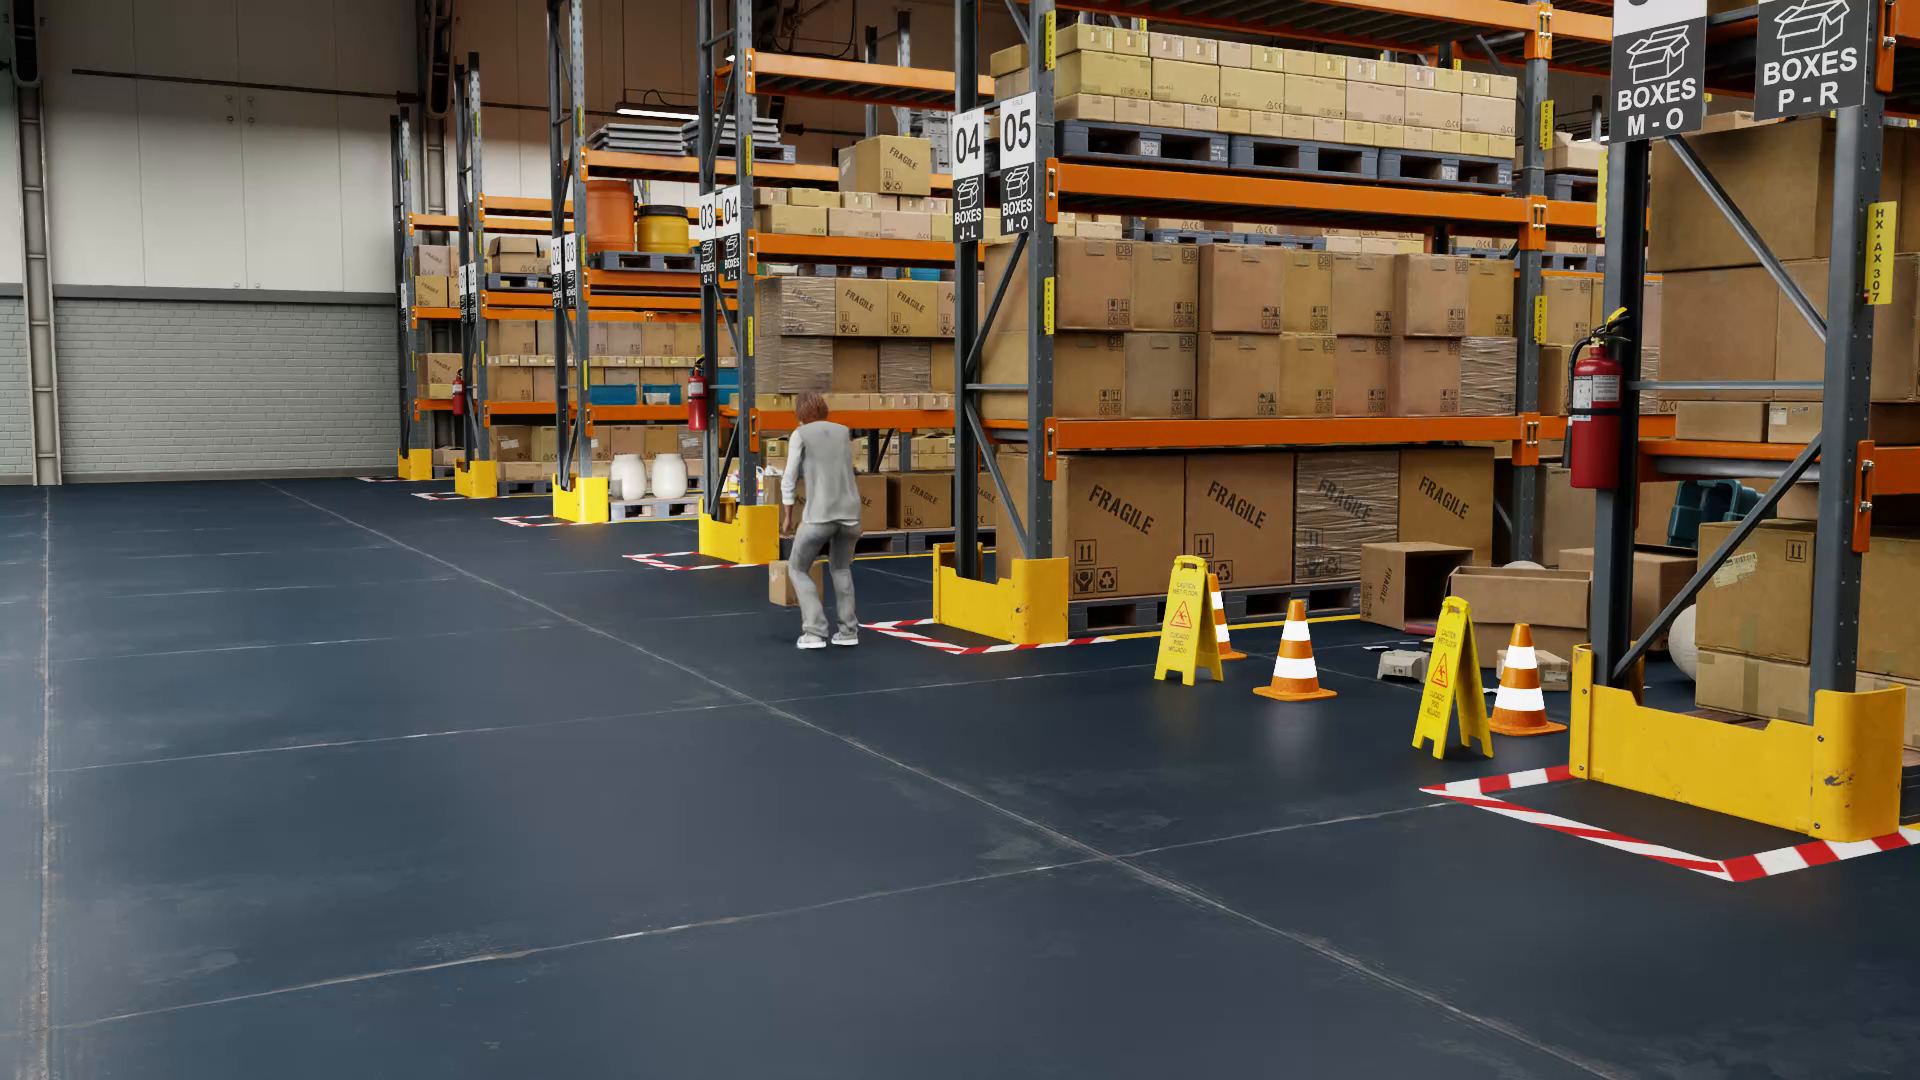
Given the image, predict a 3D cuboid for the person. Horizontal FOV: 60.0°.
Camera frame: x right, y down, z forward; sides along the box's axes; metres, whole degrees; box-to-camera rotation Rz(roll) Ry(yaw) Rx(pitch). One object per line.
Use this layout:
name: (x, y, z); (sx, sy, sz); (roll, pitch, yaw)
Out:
person: (-0.818, -0.037, 9.654); (0.462, 1.325, 0.639); (-3, 6, -28)
